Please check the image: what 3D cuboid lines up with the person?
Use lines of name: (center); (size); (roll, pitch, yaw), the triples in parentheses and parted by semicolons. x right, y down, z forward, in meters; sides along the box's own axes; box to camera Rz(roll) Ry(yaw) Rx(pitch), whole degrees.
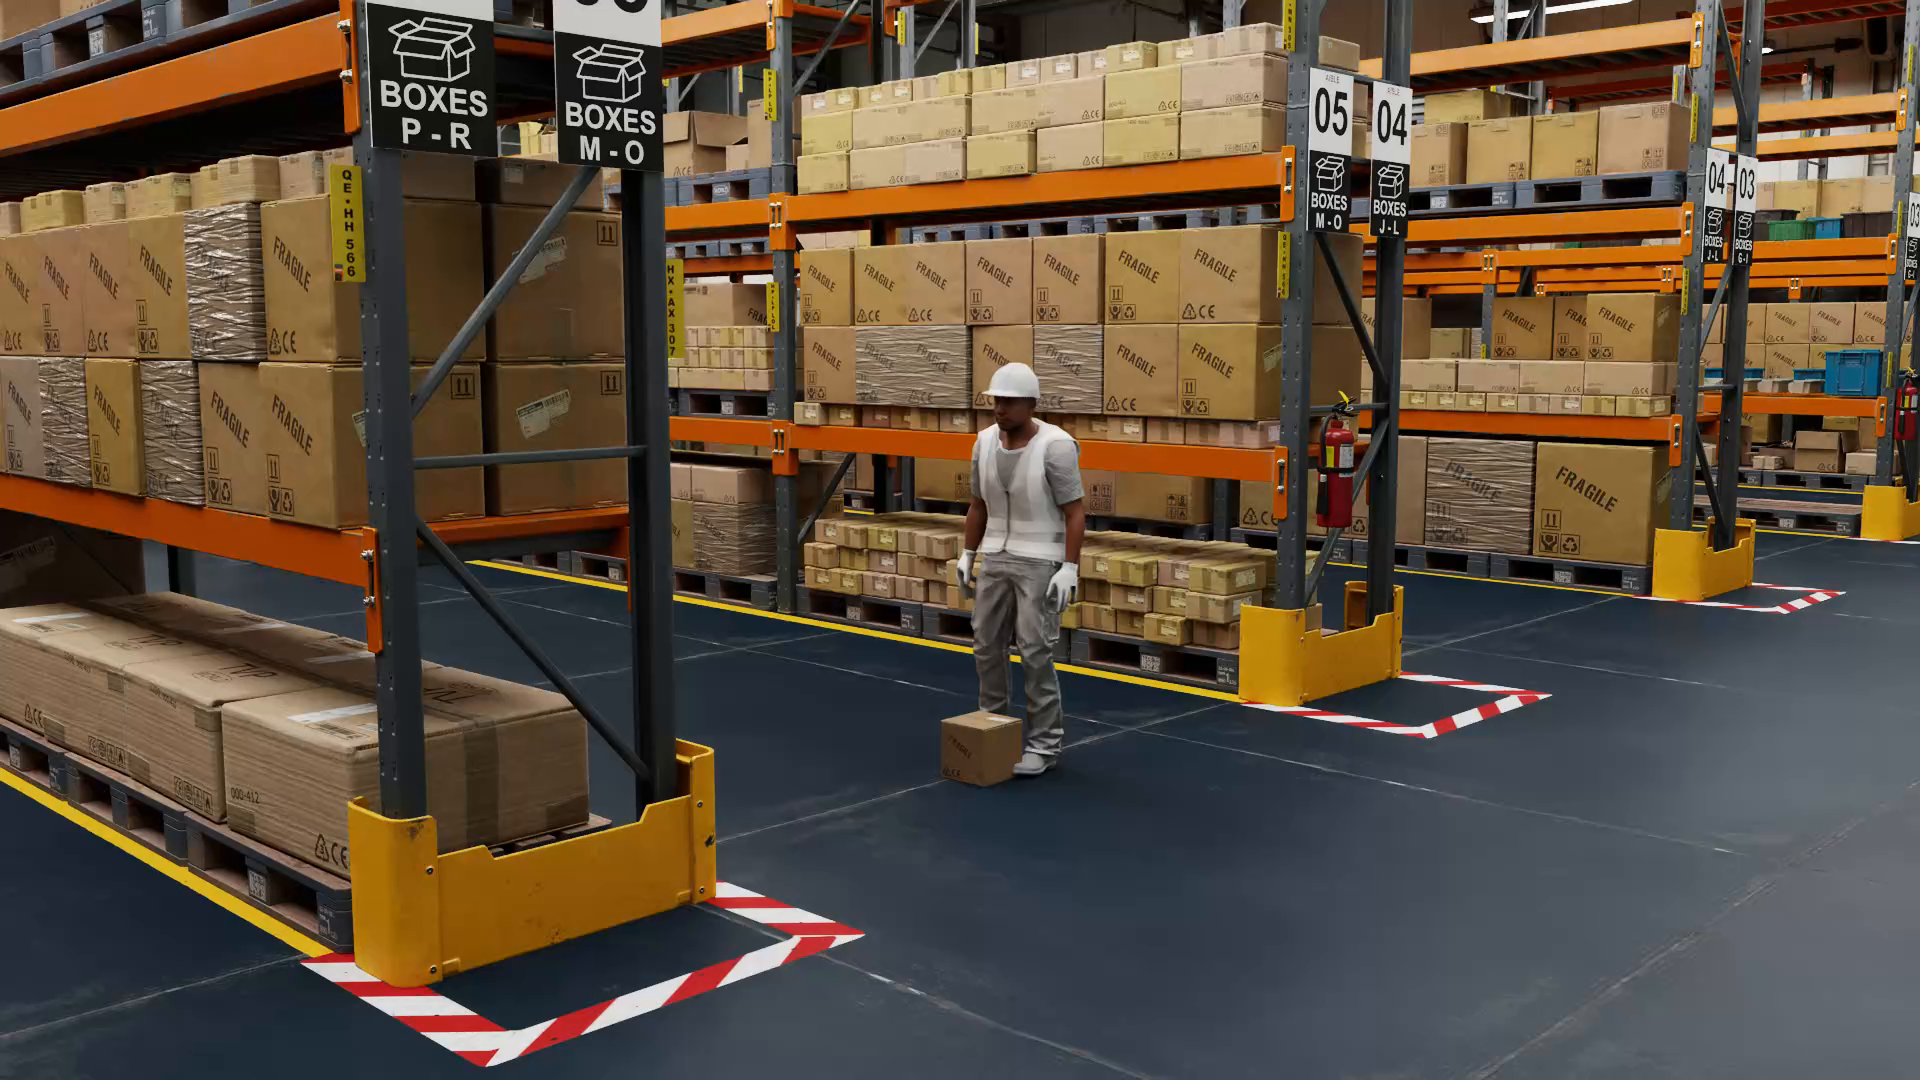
person: (0.253, 0.120, 7.224); (0.625, 1.773, 0.452); (6, 9, 40)
